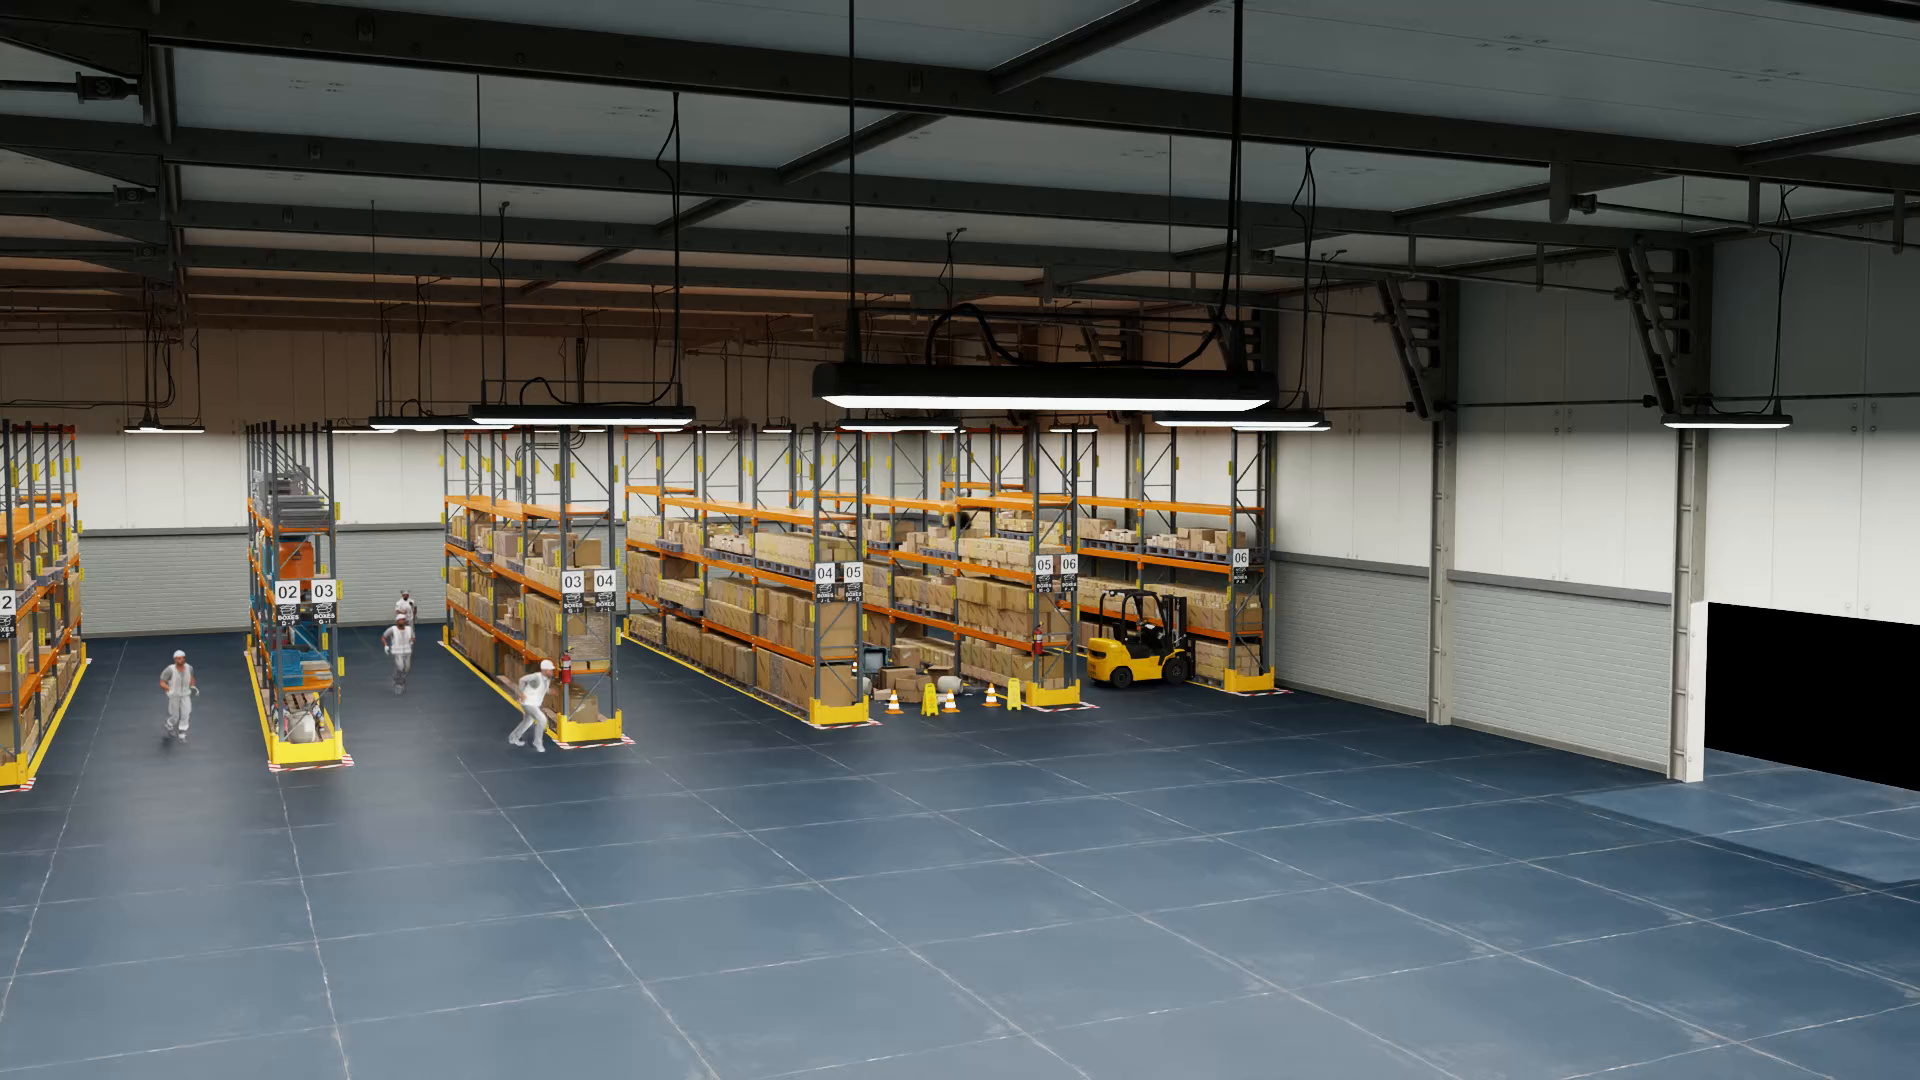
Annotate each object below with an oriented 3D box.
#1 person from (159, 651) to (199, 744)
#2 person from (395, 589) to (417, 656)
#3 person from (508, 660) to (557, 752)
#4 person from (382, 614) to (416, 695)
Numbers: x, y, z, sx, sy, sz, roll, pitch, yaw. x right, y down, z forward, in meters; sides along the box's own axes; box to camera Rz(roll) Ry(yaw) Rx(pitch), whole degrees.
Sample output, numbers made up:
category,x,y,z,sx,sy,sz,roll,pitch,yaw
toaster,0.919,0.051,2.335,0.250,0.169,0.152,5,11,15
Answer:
category,x,y,z,sx,sy,sz,roll,pitch,yaw
person,-14.646,2.915,31.092,0.658,1.738,0.815,-3,5,-43
person,-14.518,2.157,43.599,0.525,1.744,0.848,-1,4,-17
person,-7.798,3.026,30.211,0.995,1.717,0.704,1,4,18
person,-12.366,2.533,36.812,0.671,1.791,0.706,-3,5,-40
